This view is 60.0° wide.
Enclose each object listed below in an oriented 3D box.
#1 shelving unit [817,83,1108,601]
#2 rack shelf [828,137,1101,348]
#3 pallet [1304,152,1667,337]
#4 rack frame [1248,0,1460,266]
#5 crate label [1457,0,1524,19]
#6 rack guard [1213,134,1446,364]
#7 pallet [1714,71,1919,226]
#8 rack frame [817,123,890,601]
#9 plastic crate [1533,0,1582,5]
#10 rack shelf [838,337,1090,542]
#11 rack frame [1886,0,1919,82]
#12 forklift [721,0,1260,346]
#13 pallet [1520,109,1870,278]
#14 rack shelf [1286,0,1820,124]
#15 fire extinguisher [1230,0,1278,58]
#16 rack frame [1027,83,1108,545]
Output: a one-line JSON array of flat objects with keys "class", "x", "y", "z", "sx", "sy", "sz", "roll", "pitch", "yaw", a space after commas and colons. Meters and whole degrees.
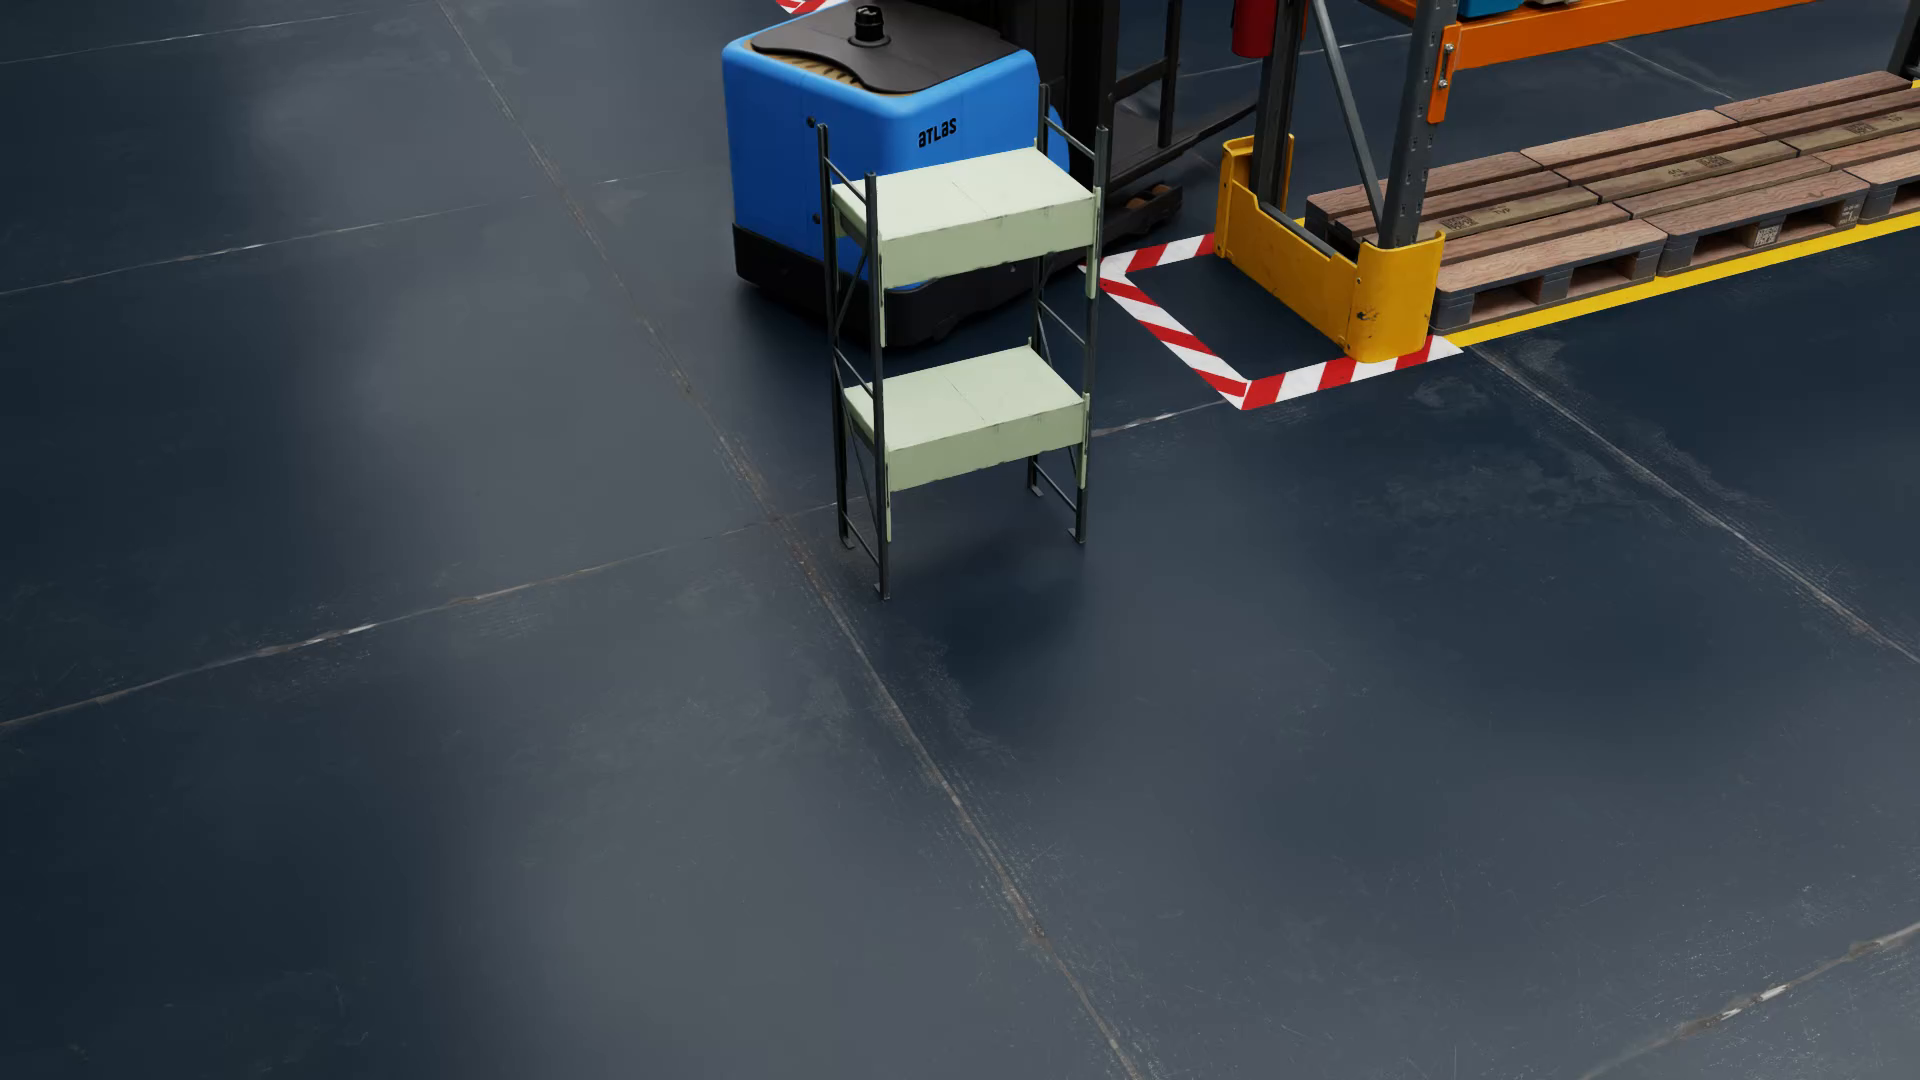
[{"class": "shelving unit", "x": 0.006, "y": -0.604, "z": 5.305, "sx": 0.755, "sy": 1.500, "sz": 0.431, "roll": -16, "pitch": 39, "yaw": -20}, {"class": "rack shelf", "x": 0.006, "y": -0.918, "z": 5.073, "sx": 0.720, "sy": 0.370, "sz": 0.431, "roll": -16, "pitch": 39, "yaw": -20}, {"class": "pallet", "x": 2.304, "y": -1.343, "z": 7.383, "sx": 1.213, "sy": 0.211, "sz": 1.003, "roll": -16, "pitch": 39, "yaw": -20}, {"class": "rack frame", "x": 1.541, "y": -2.275, "z": 6.300, "sx": 0.127, "sy": 3.000, "sz": 1.000, "roll": -16, "pitch": 39, "yaw": -20}, {"class": "crate label", "x": 1.904, "y": -2.117, "z": 6.176, "sx": 0.303, "sy": 0.233, "sz": 0.416, "roll": -16, "pitch": 39, "yaw": -20}, {"class": "rack guard", "x": 1.525, "y": -1.258, "z": 7.027, "sx": 0.348, "sy": 0.500, "sz": 1.175, "roll": -16, "pitch": 39, "yaw": -20}, {"class": "pallet", "x": 4.513, "y": -1.961, "z": 8.216, "sx": 1.213, "sy": 0.211, "sz": 1.003, "roll": -16, "pitch": 39, "yaw": -20}, {"class": "rack frame", "x": -0.325, "y": -0.511, "z": 5.181, "sx": 0.023, "sy": 1.500, "sz": 0.400, "roll": -16, "pitch": 39, "yaw": -20}, {"class": "plastic crate", "x": 2.230, "y": -2.115, "z": 6.254, "sx": 0.298, "sy": 0.136, "sz": 0.250, "roll": -16, "pitch": 39, "yaw": -20}, {"class": "rack shelf", "x": 0.006, "y": -0.342, "z": 5.500, "sx": 0.720, "sy": 0.370, "sz": 0.431, "roll": -16, "pitch": 39, "yaw": -20}, {"class": "rack frame", "x": 5.162, "y": -3.288, "z": 7.665, "sx": 0.127, "sy": 3.000, "sz": 1.000, "roll": -16, "pitch": 39, "yaw": -20}, {"class": "forklift", "x": 0.383, "y": -2.754, "z": 7.002, "sx": 1.130, "sy": 2.935, "sz": 3.031, "roll": 28, "pitch": 45, "yaw": 32}, {"class": "pallet", "x": 3.407, "y": -1.649, "z": 7.797, "sx": 1.213, "sy": 0.211, "sz": 1.003, "roll": -16, "pitch": 39, "yaw": -20}, {"class": "rack shelf", "x": 3.352, "y": -2.492, "z": 7.196, "sx": 4.000, "sy": 0.370, "sz": 1.077, "roll": -16, "pitch": 39, "yaw": -20}, {"class": "fire extinguisher", "x": 1.211, "y": -2.301, "z": 6.713, "sx": 0.183, "sy": 0.674, "sz": 0.296, "roll": -16, "pitch": 39, "yaw": -20}, {"class": "rack frame", "x": 0.337, "y": -0.697, "z": 5.430, "sx": 0.023, "sy": 1.500, "sz": 0.400, "roll": -16, "pitch": 39, "yaw": -20}]
